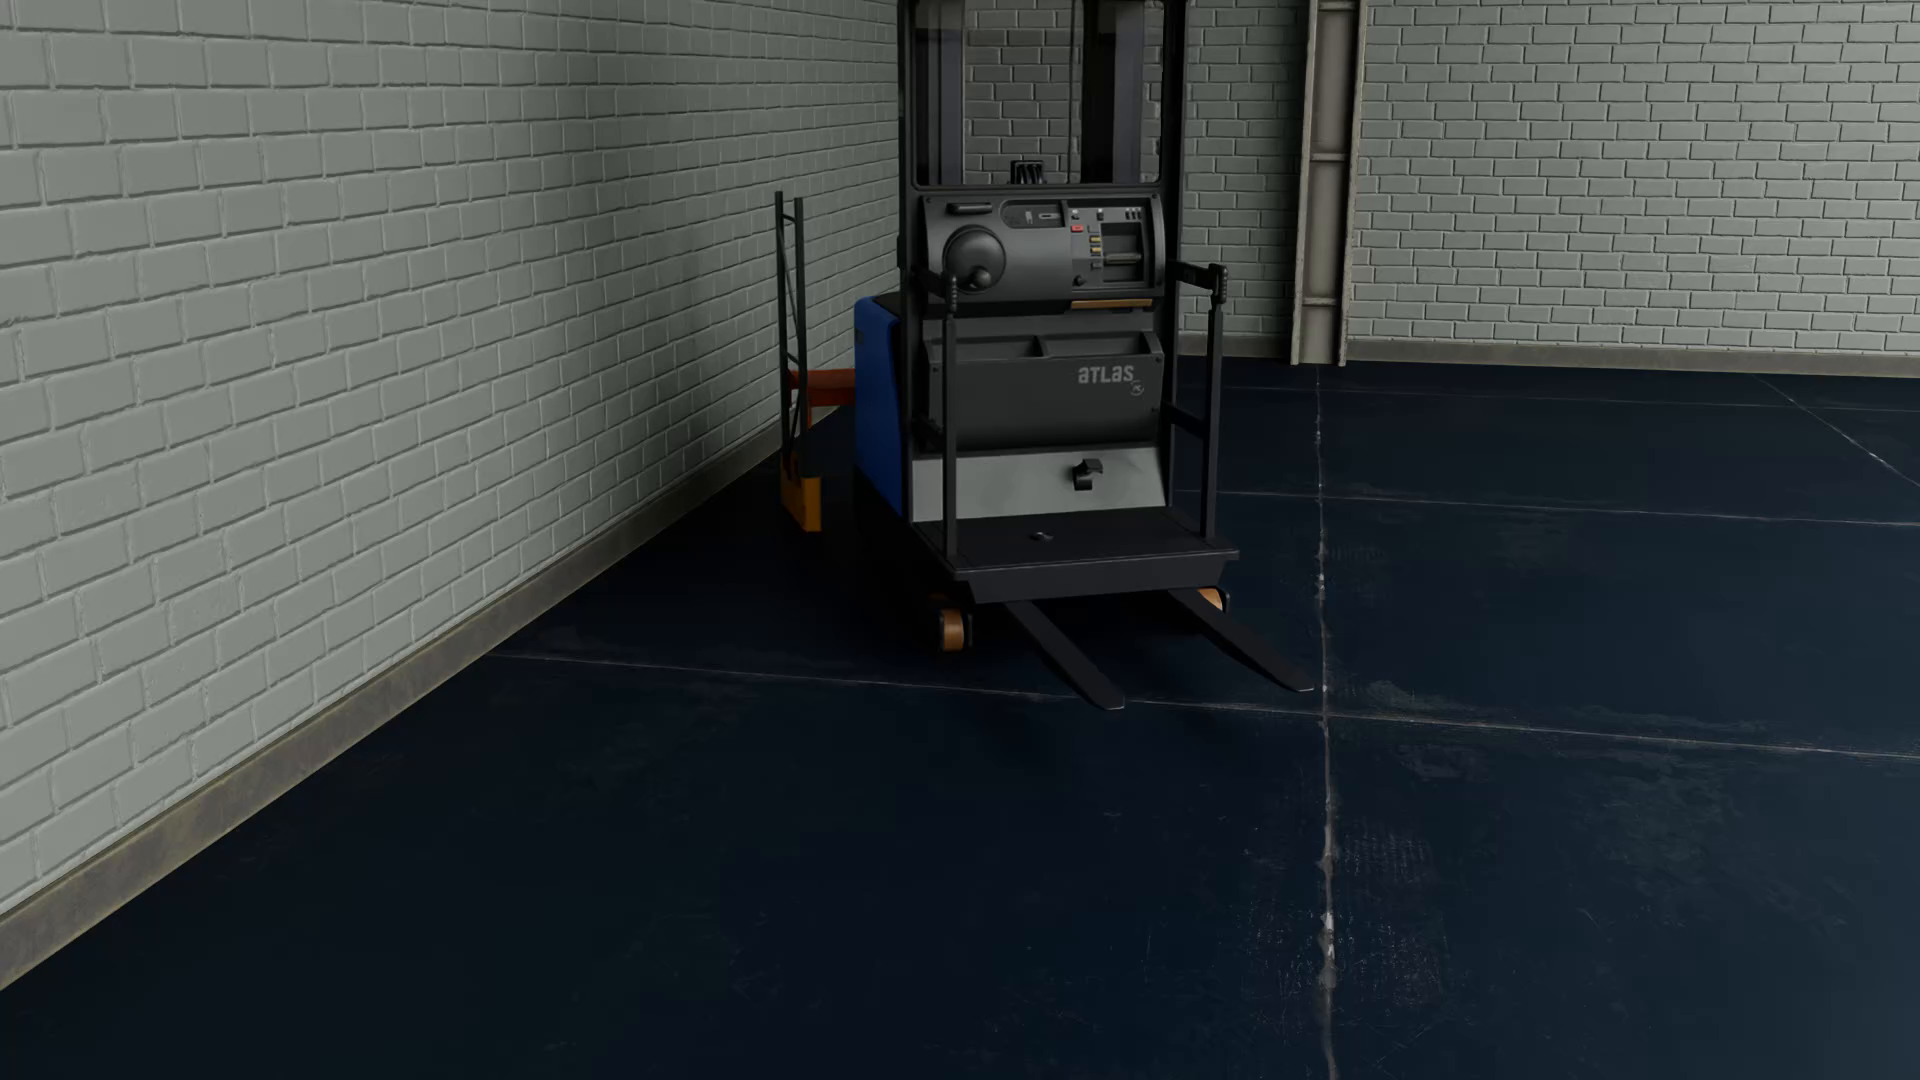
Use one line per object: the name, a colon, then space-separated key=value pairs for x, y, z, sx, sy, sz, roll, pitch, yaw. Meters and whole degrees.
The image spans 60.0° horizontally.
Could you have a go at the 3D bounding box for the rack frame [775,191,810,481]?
rack frame: x=-0.775 y=-0.838 z=7.706 sx=0.032 sy=1.500 sz=0.500 roll=-5 pitch=16 yaw=-16

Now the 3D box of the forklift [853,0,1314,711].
forklift: x=0.375 y=-1.115 z=6.028 sx=1.130 sy=2.935 sz=3.031 roll=-4 pitch=16 yaw=-14

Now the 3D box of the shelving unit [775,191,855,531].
shelving unit: x=-0.280 y=-0.878 z=7.850 sx=1.083 sy=1.500 sz=0.587 roll=-5 pitch=16 yaw=-16

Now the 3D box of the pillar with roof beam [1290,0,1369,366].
pillar with roof beam: x=1.768 y=-4.519 z=6.949 sx=0.400 sy=9.000 sz=9.100 roll=3 pitch=16 yaw=11

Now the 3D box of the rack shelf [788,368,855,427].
rack shelf: x=-0.288 y=-0.704 z=7.896 sx=1.000 sy=0.185 sz=0.538 roll=-5 pitch=16 yaw=-16

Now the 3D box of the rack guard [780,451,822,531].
rack guard: x=-0.756 y=-0.237 z=7.878 sx=0.087 sy=0.250 sz=0.587 roll=-5 pitch=16 yaw=-16
